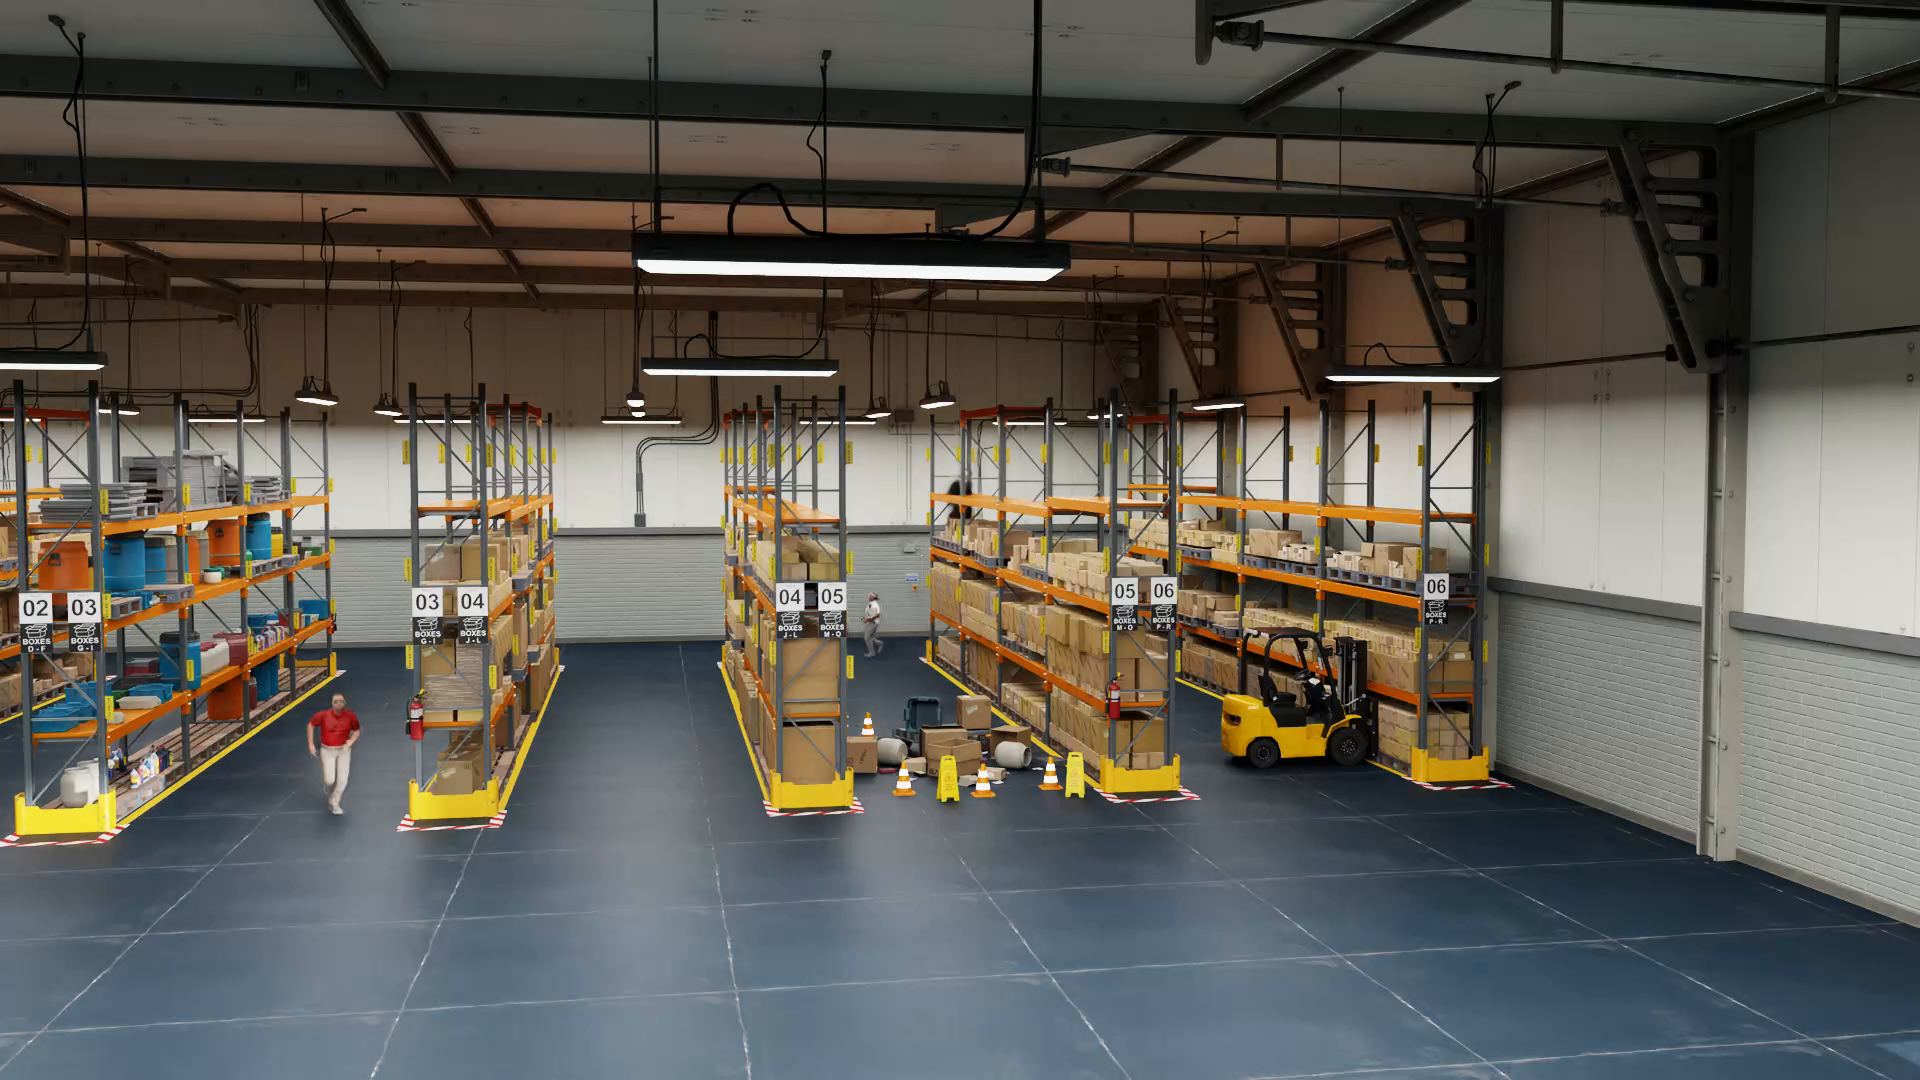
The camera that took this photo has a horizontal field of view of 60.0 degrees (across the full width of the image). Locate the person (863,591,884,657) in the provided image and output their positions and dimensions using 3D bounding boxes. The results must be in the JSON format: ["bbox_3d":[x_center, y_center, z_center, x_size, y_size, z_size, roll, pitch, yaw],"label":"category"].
[{"bbox_3d":[-2.154,2.076,41.433,0.584,1.648,0.574,-1,3,-16],"label":"person"}]

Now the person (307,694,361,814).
[{"bbox_3d":[-8.802,2.996,23.412,0.698,1.683,0.708,-2,3,-29],"label":"person"}]
